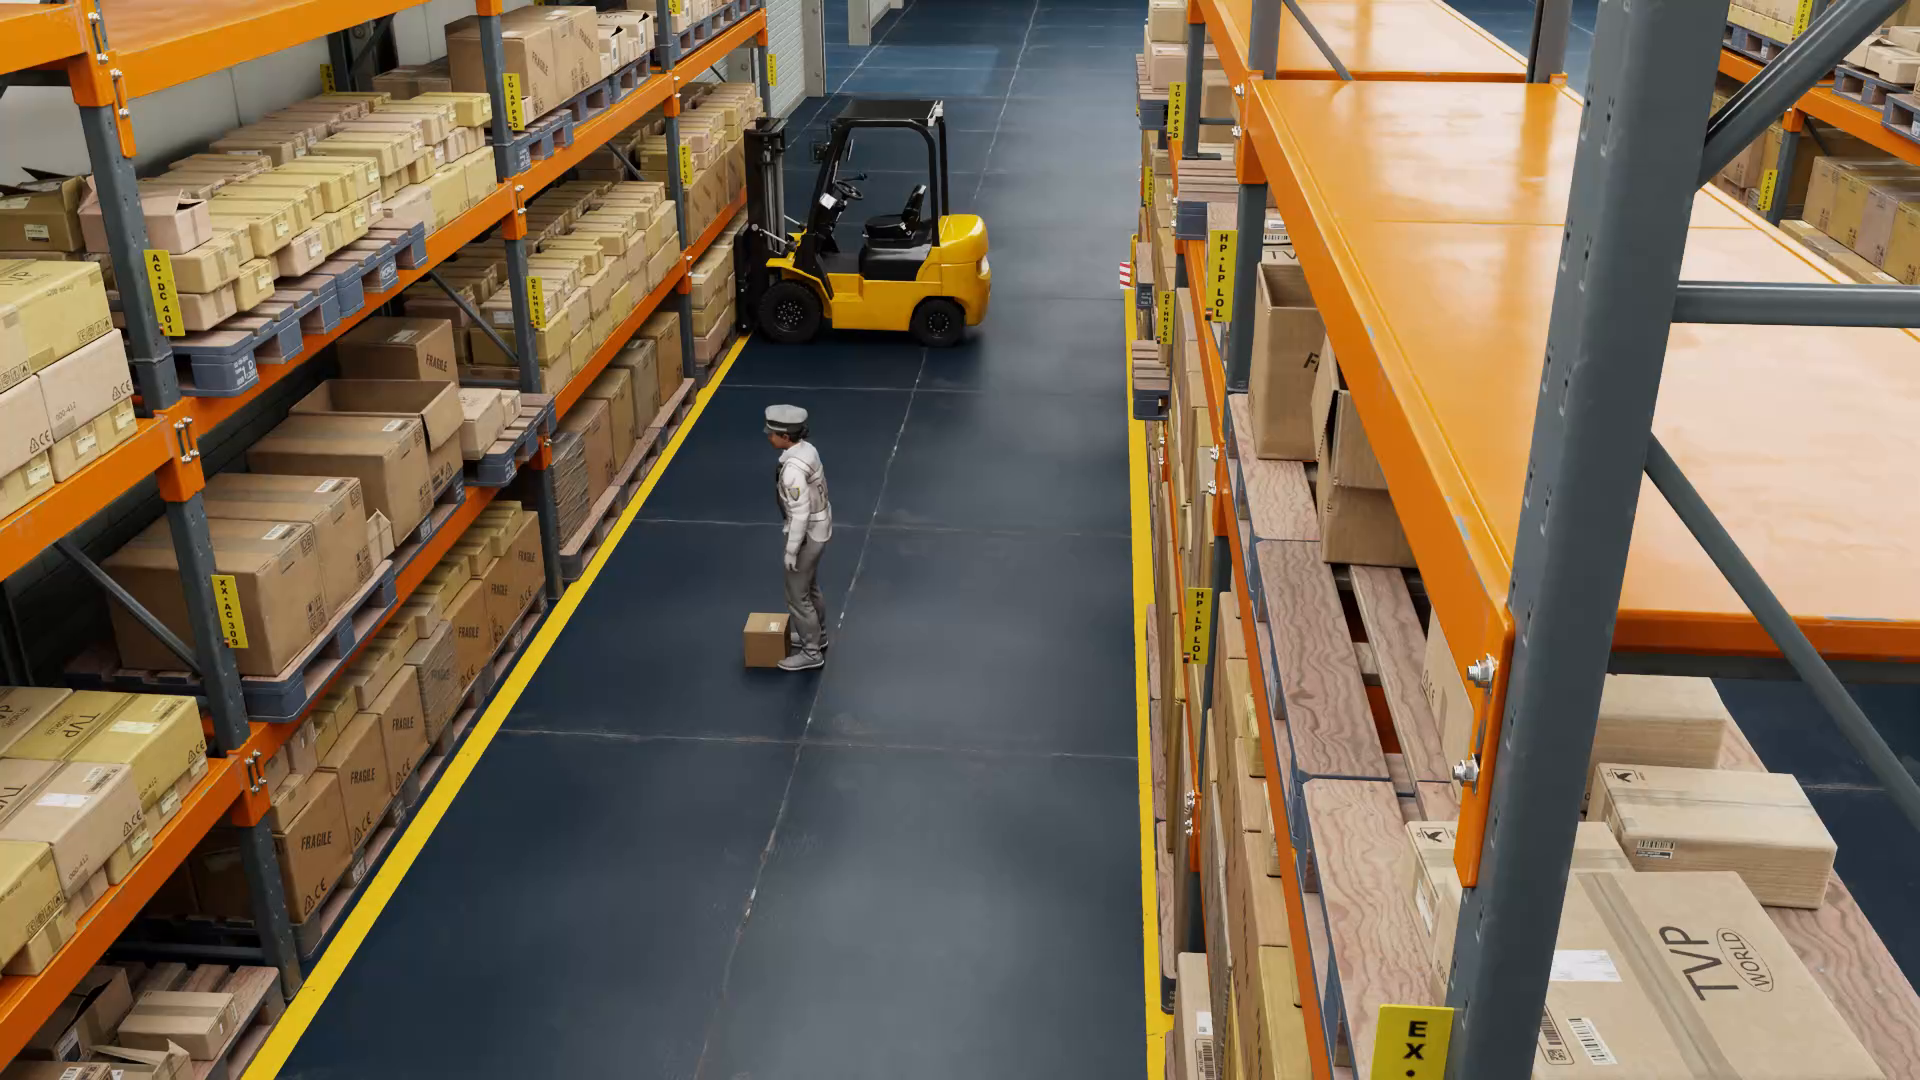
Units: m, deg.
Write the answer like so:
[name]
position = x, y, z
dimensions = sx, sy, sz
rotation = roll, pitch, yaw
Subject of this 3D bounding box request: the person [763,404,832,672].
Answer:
[person]
position = -0.959, -0.014, 10.018
dimensions = 0.379, 1.663, 0.536
rotation = 1, 25, 3
